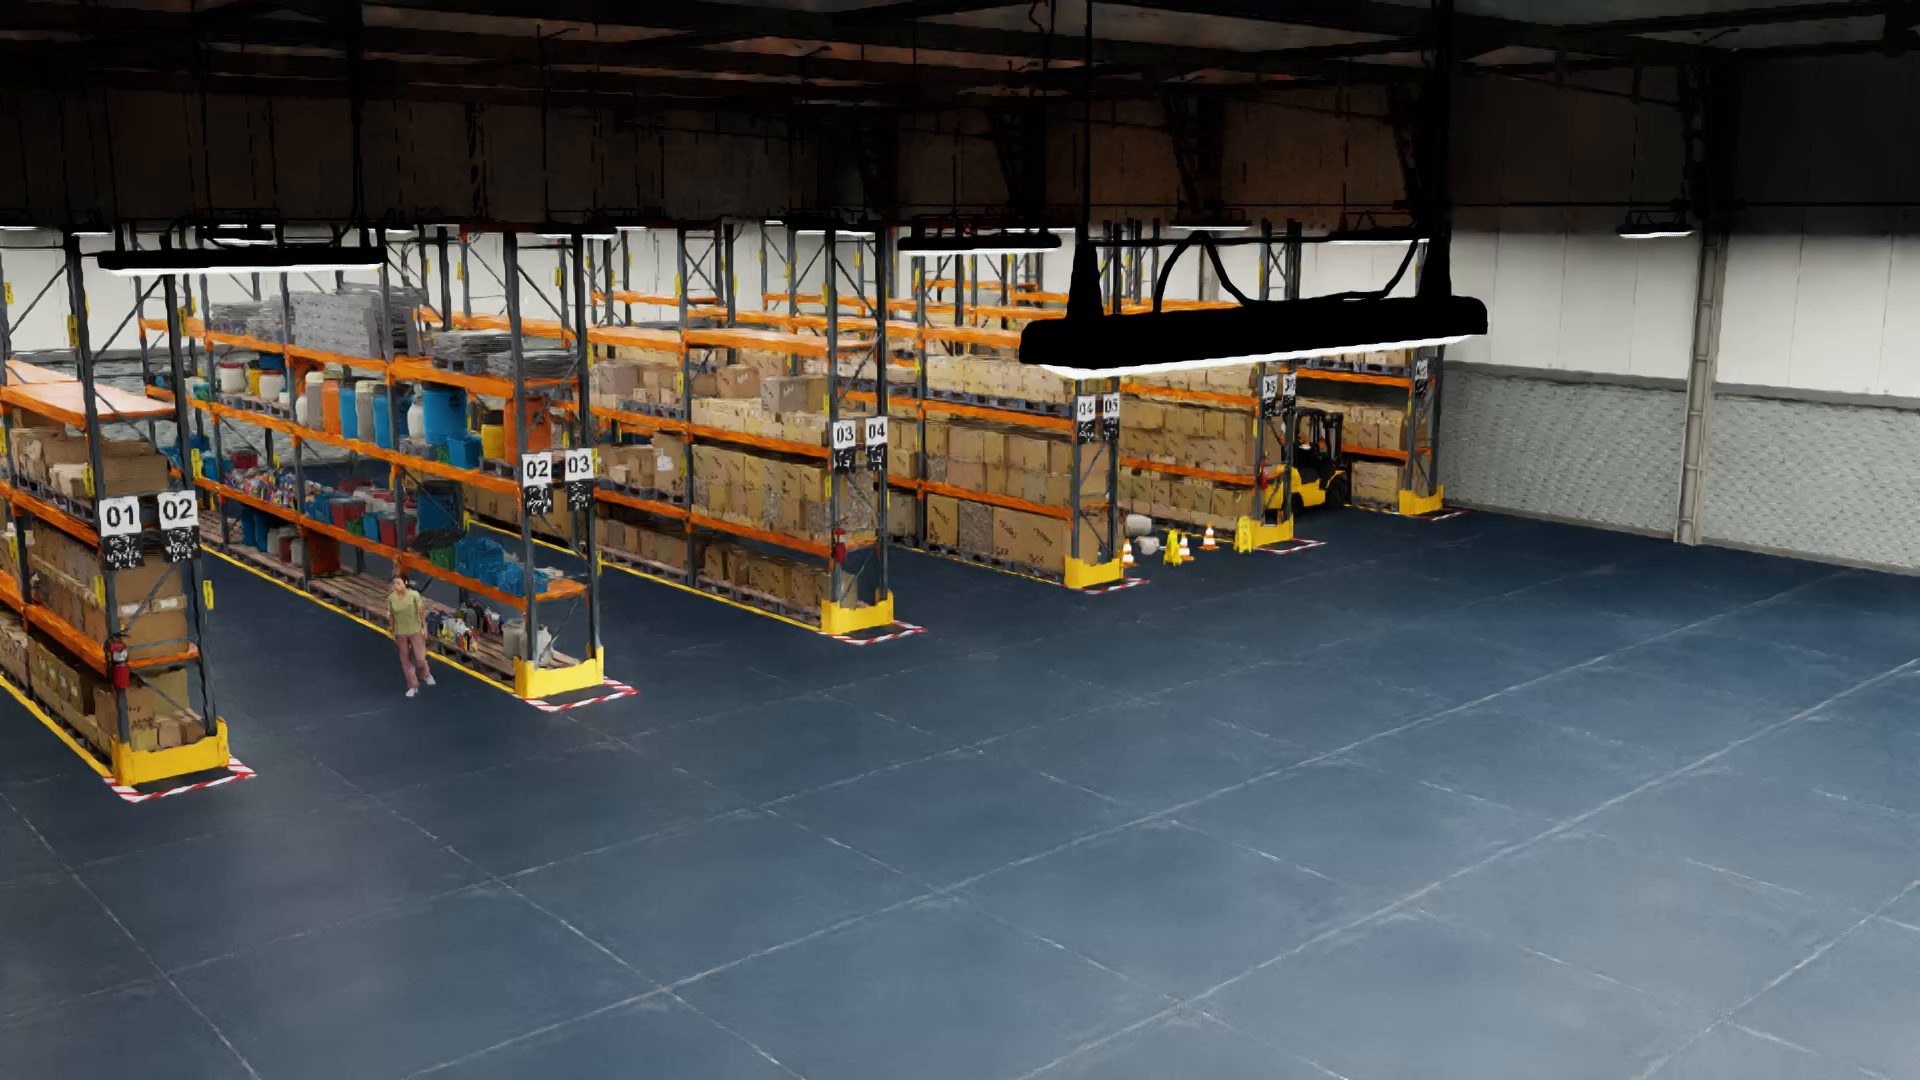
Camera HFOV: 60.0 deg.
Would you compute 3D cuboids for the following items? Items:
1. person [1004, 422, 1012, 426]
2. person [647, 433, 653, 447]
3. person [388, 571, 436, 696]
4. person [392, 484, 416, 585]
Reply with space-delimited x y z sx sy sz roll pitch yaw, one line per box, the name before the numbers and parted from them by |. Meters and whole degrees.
person | 0.915 -1.612 34.789 0.555 1.708 0.623 -4 12 -17
person | -6.524 -1.490 35.190 0.580 1.618 0.507 -11 16 -42
person | -7.185 1.197 21.757 0.520 1.664 0.503 -1 11 -4
person | -9.276 -0.065 27.608 0.399 1.775 0.719 -4 12 -20
